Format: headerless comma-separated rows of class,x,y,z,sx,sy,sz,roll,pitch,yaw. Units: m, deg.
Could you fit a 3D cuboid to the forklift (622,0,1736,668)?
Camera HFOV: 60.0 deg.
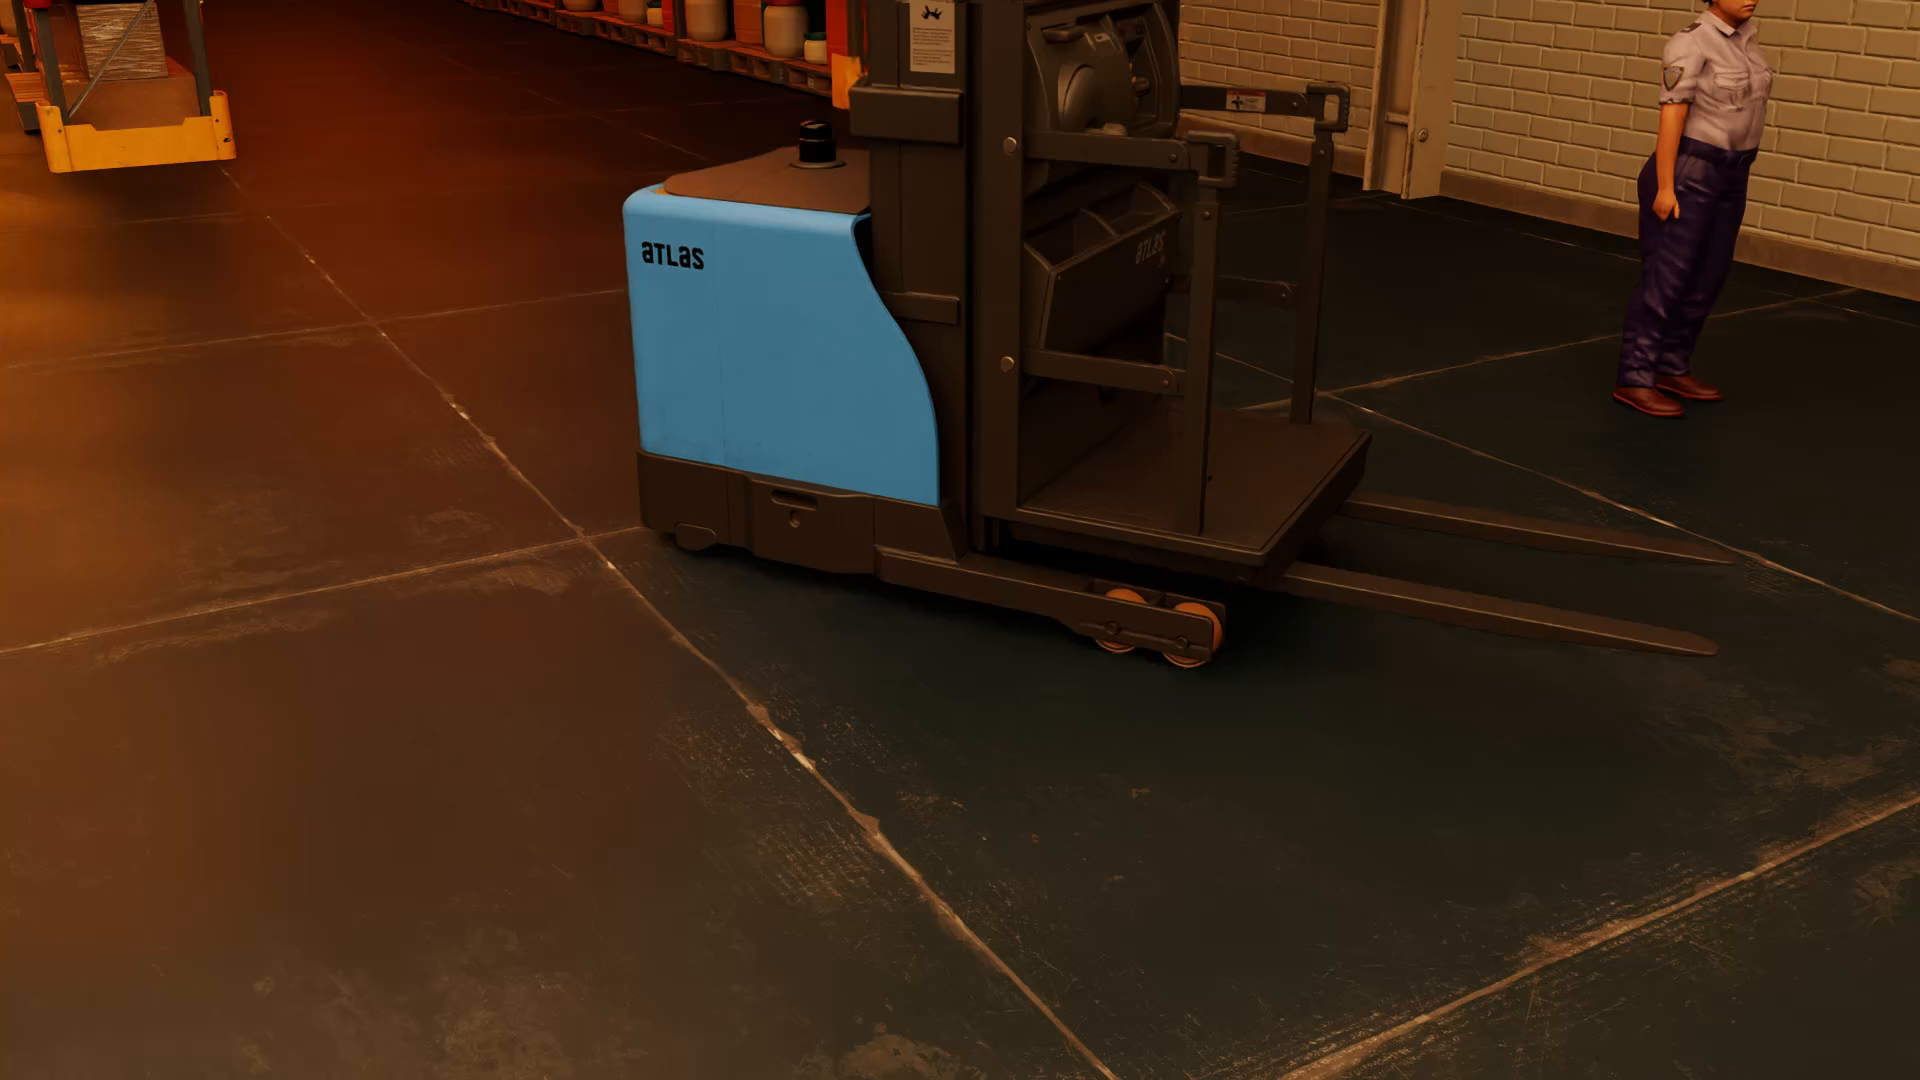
forklift,0.573,-1.254,4.330,3.031,2.935,1.130,11,25,25

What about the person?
person,2.743,-1.310,6.163,0.482,1.653,0.353,-16,27,-34
